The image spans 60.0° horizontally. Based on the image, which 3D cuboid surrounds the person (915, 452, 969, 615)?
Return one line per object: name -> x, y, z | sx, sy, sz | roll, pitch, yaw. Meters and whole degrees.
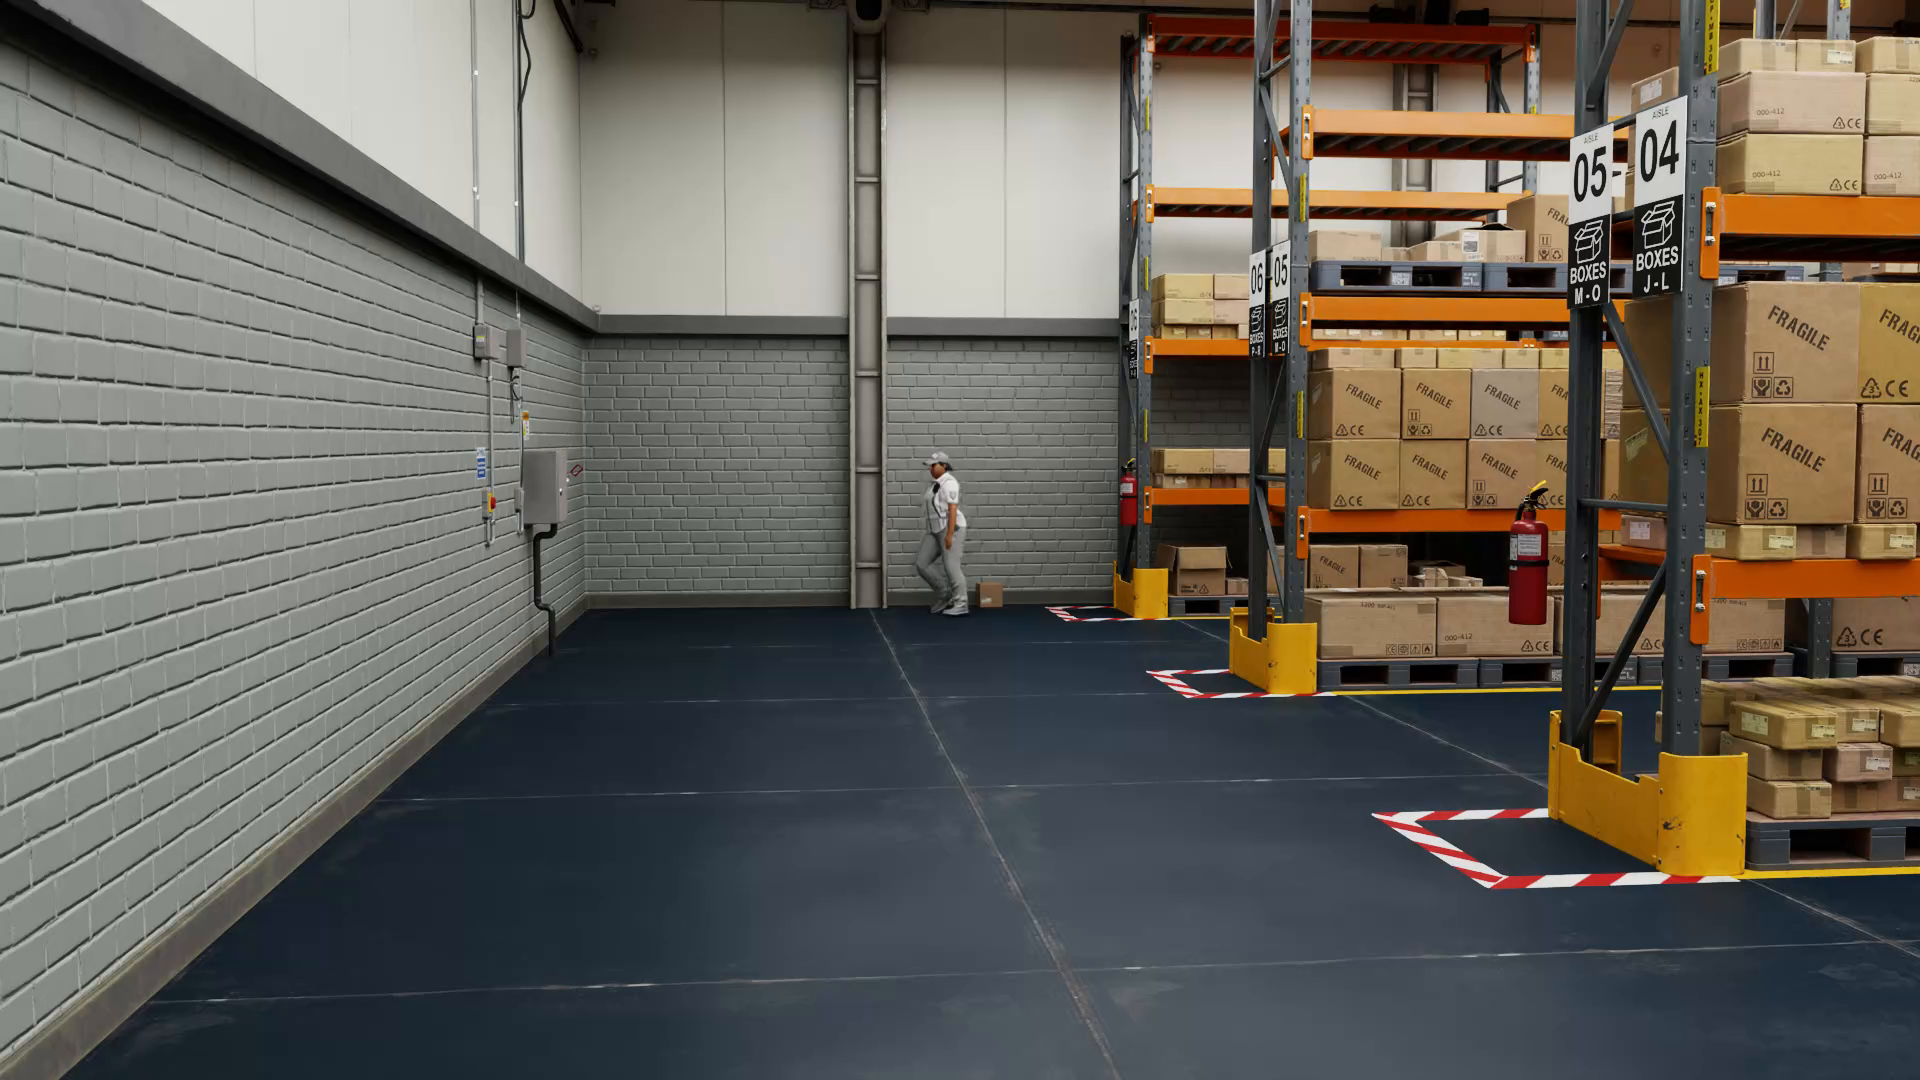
person -> -0.165, -0.065, 16.874 | 0.444, 1.656, 0.505 | -2, 4, -32
